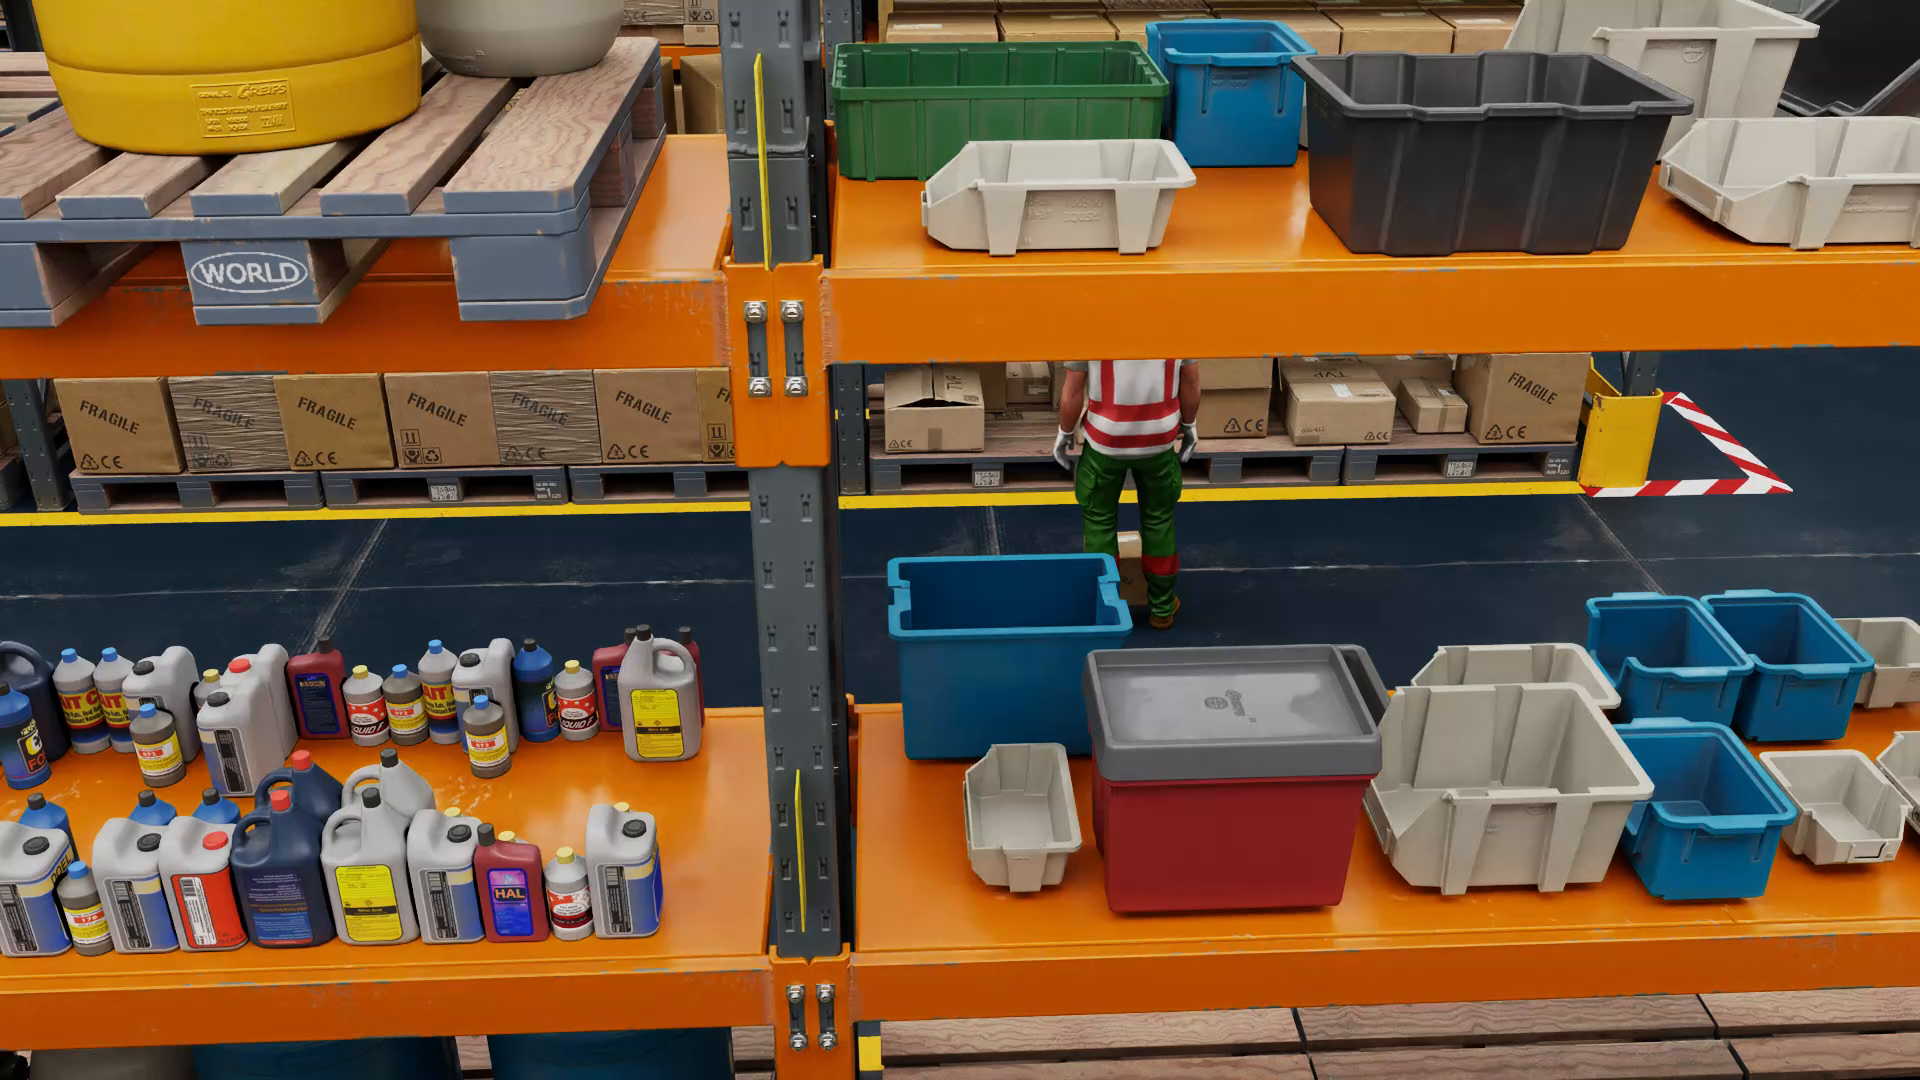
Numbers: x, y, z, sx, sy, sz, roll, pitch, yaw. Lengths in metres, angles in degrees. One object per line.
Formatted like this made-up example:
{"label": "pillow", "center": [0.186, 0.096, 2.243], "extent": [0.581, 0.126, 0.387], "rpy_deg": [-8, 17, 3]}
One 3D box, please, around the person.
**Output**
{"label": "person", "center": [0.699, -0.442, 6.958], "extent": [0.620, 1.780, 0.447], "rpy_deg": [-3, 27, -5]}
